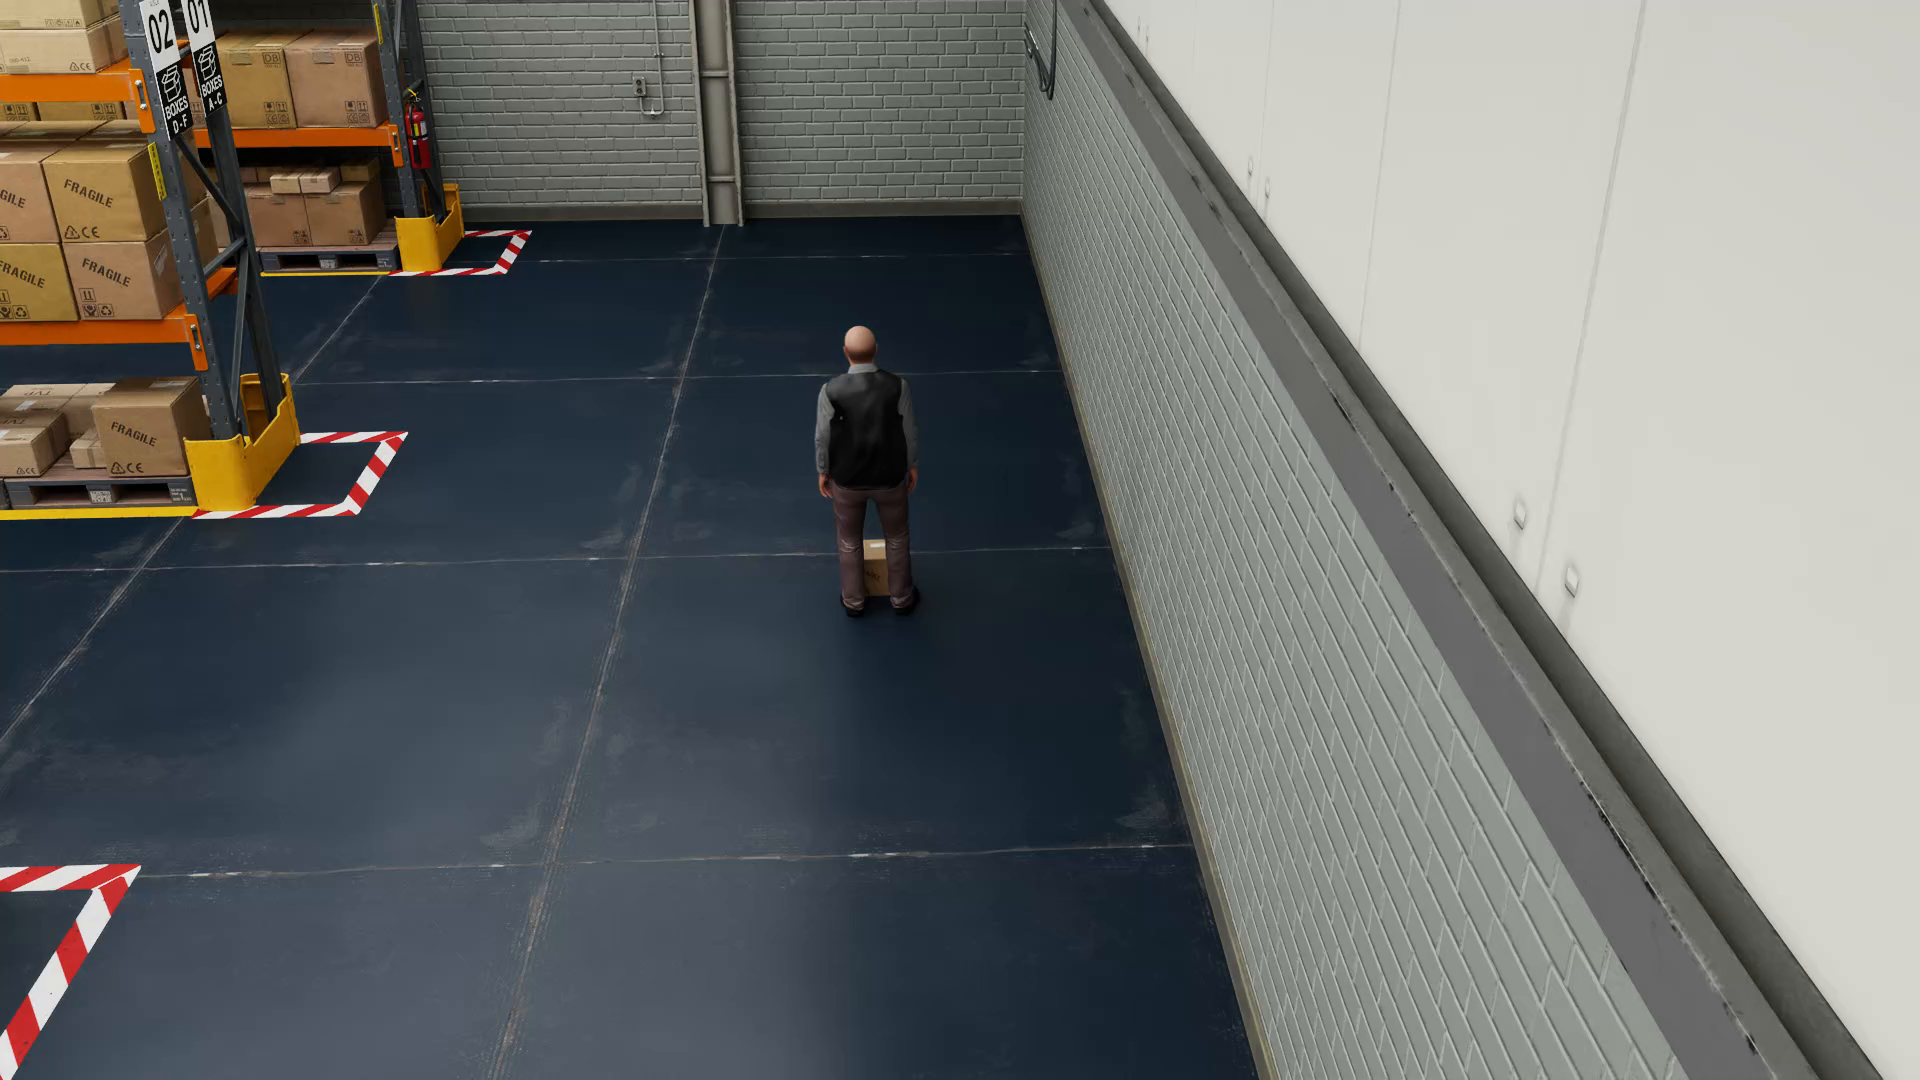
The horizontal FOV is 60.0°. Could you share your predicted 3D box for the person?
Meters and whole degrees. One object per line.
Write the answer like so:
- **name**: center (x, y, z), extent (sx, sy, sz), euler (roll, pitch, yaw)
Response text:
- **person**: center (-0.514, -0.311, 9.357), extent (0.586, 1.618, 0.423), euler (-3, 27, -5)
